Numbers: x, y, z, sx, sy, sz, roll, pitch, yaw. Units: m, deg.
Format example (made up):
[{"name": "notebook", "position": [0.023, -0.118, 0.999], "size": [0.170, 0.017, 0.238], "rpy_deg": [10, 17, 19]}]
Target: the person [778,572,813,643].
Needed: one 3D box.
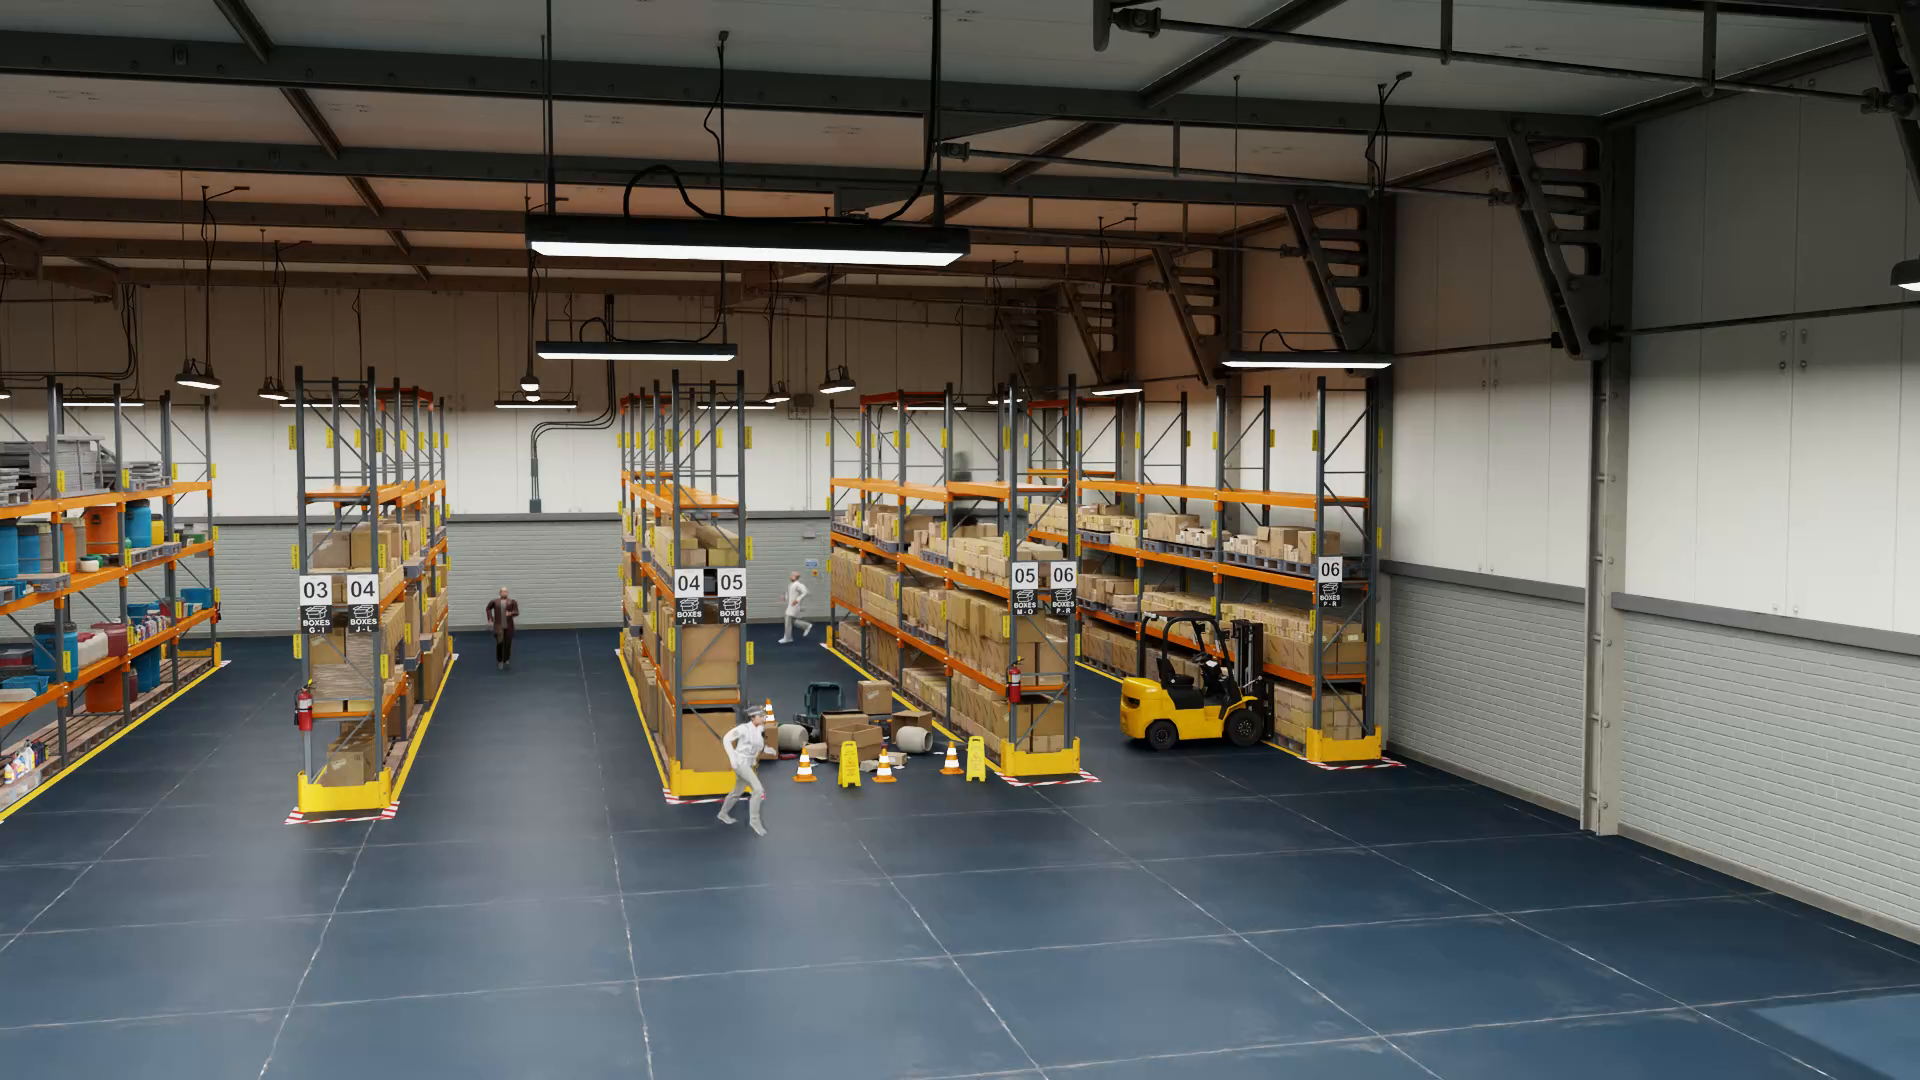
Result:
[{"name": "person", "position": [-4.079, 1.667, 41.308], "size": [0.918, 1.764, 0.711], "rpy_deg": [-1, 4, -23]}]

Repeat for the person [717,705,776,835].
[{"name": "person", "position": [-2.785, 2.925, 21.334], "size": [0.856, 1.675, 0.632], "rpy_deg": [2, 4, 27]}]

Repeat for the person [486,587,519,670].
[{"name": "person", "position": [-10.035, 1.945, 36.545], "size": [0.674, 1.830, 0.808], "rpy_deg": [-1, 4, -22]}]
